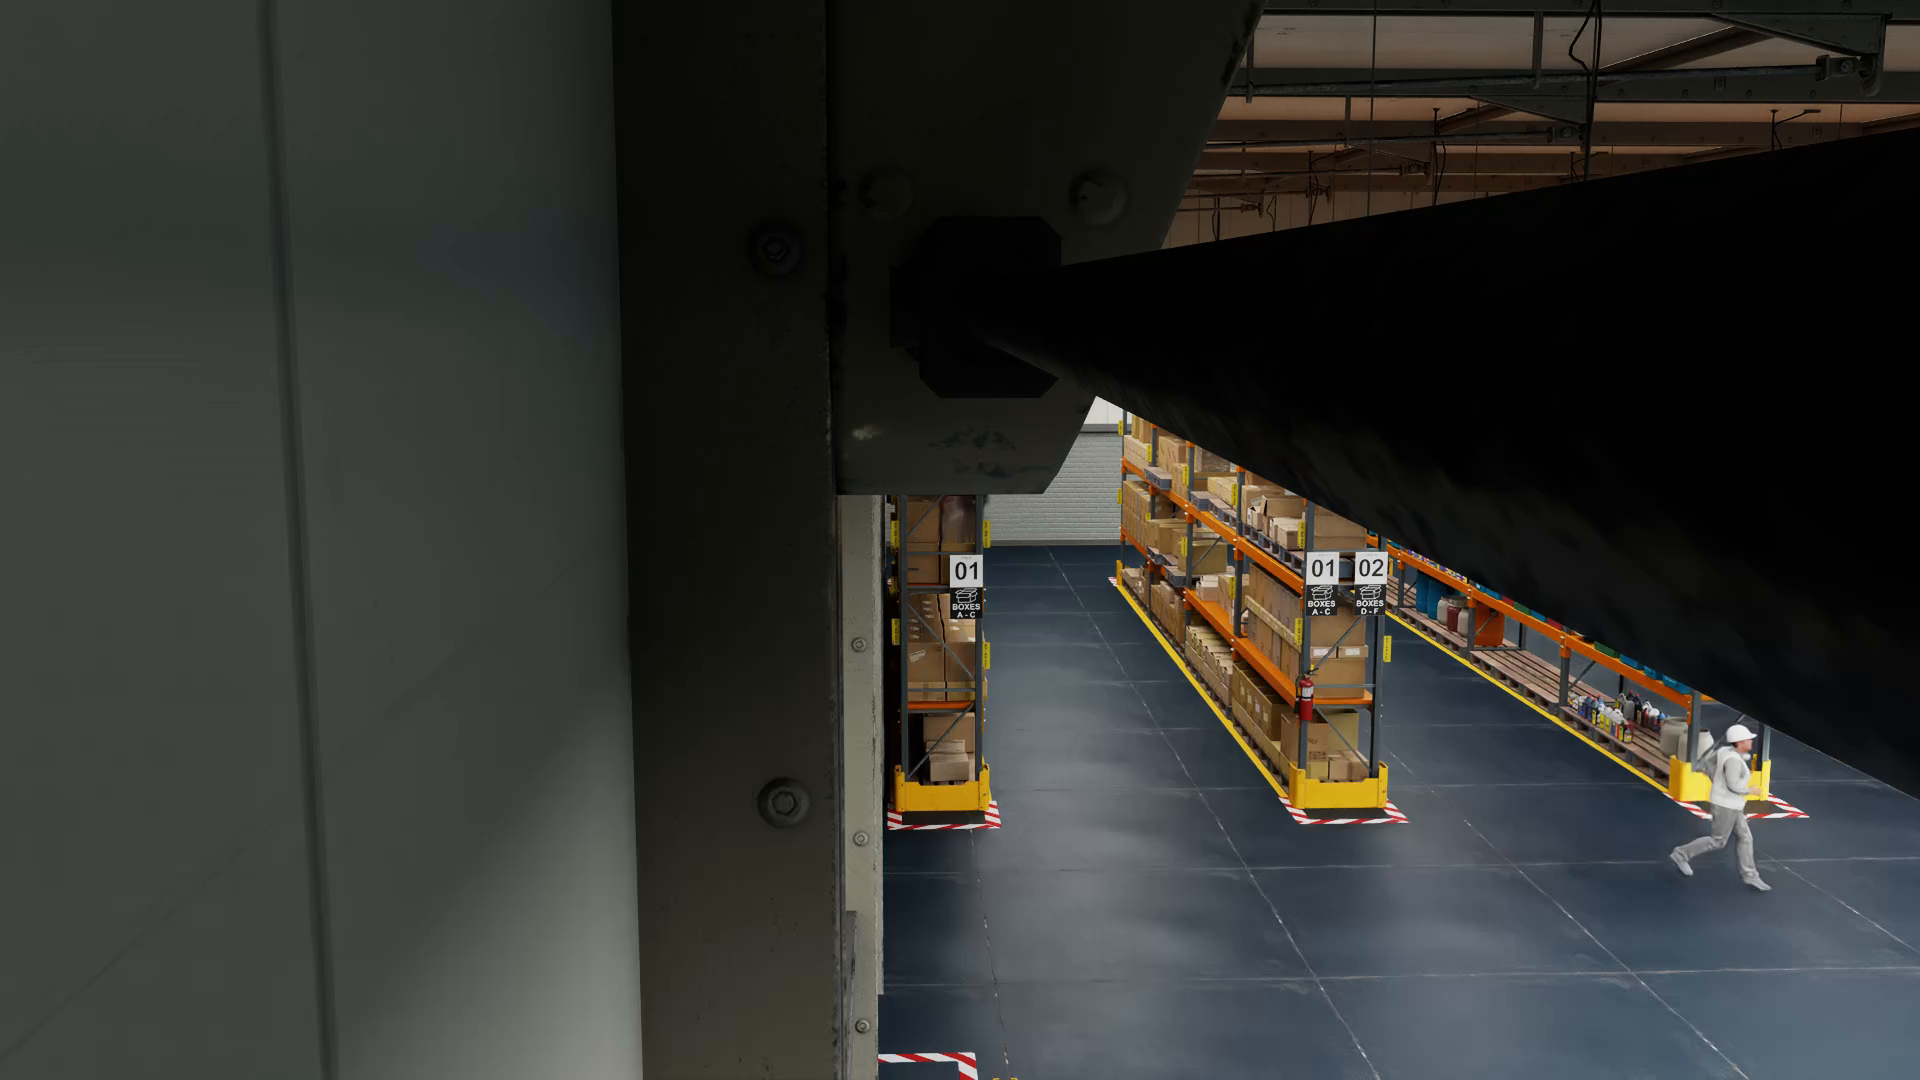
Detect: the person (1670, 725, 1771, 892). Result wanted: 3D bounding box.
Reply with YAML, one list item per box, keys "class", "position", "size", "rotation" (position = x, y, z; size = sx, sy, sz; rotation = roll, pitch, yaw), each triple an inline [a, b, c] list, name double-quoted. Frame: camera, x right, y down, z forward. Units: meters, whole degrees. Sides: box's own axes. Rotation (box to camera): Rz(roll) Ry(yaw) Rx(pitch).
- class: "person"
  position: [8.194, 2.845, 17.817]
  size: [1.017, 1.781, 0.679]
  rotation: [3, 9, 19]
